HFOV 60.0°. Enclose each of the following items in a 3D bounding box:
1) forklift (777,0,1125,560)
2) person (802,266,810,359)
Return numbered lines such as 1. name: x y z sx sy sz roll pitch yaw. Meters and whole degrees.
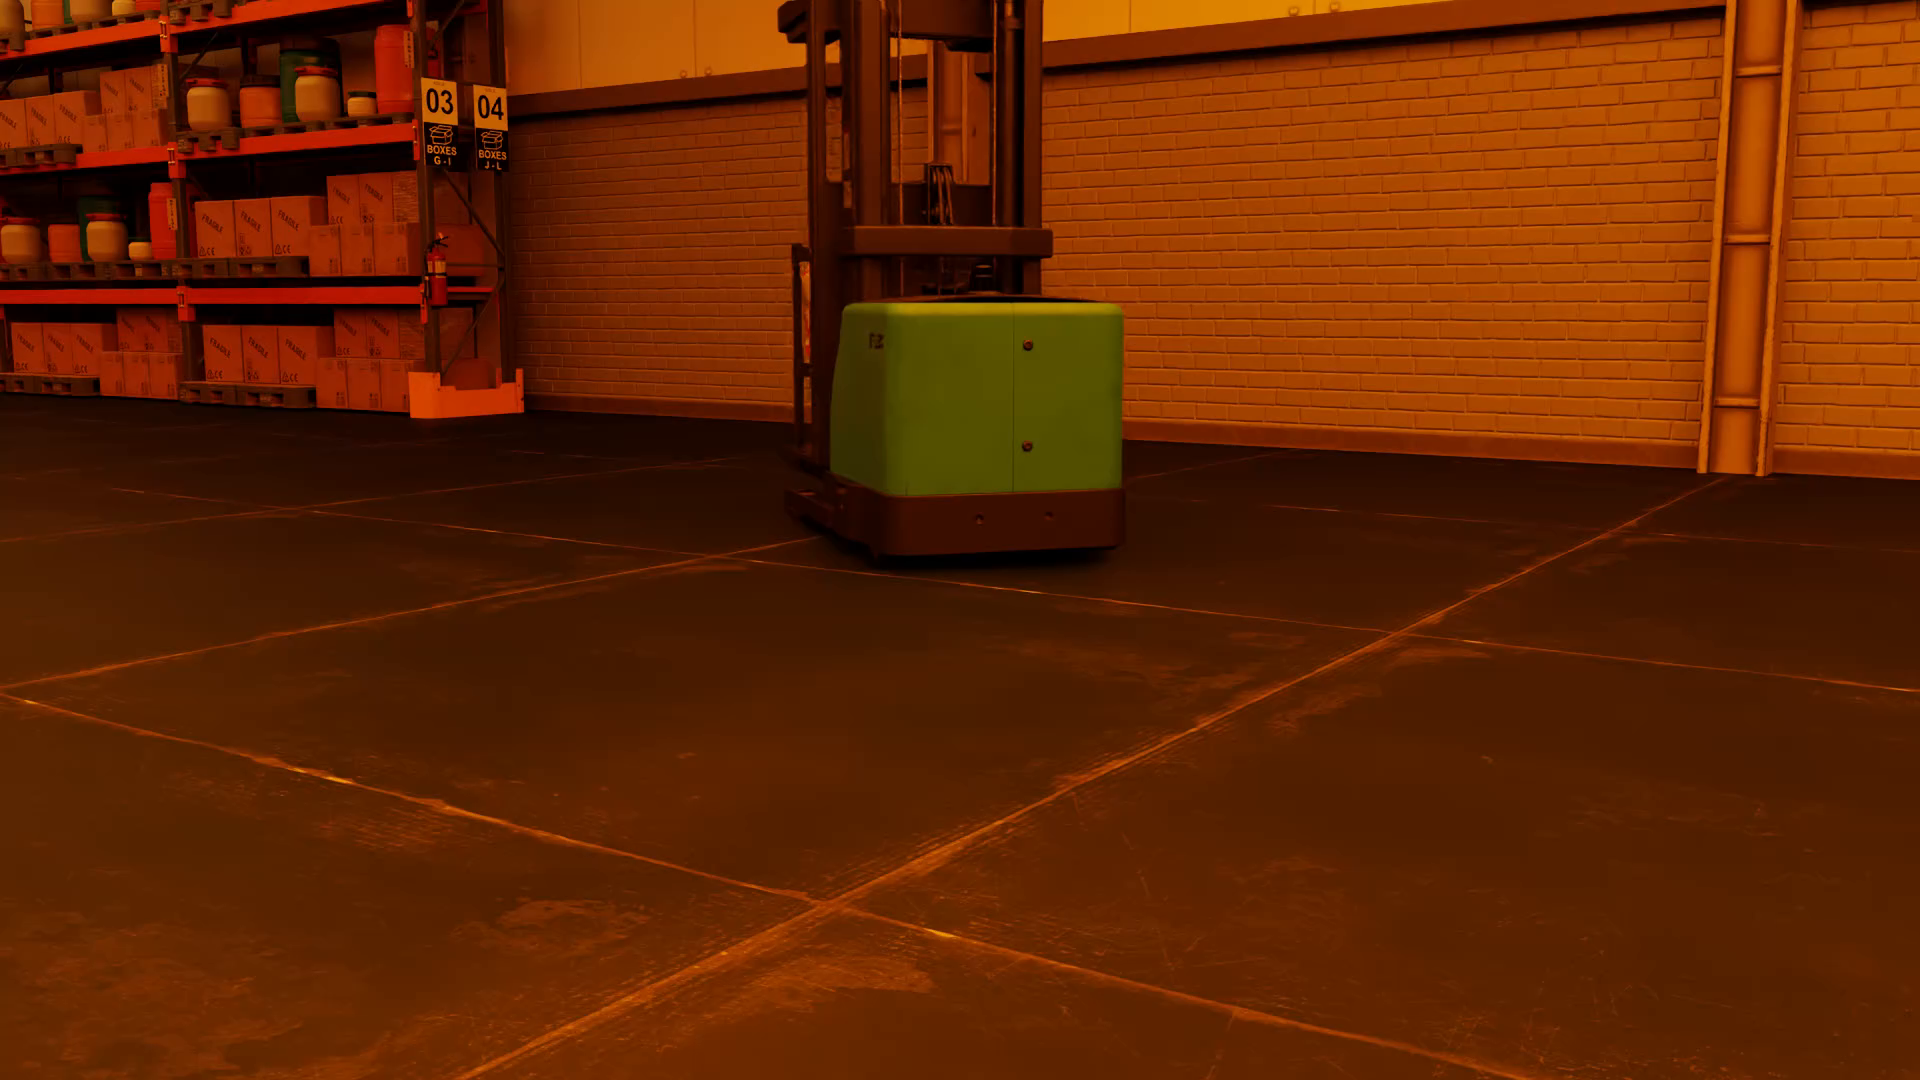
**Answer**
1. forklift: -0.245 -1.537 8.002 1.130 2.935 3.031 -3 8 -18
2. person: -0.630 -1.233 10.620 0.749 1.599 0.910 4 9 25
